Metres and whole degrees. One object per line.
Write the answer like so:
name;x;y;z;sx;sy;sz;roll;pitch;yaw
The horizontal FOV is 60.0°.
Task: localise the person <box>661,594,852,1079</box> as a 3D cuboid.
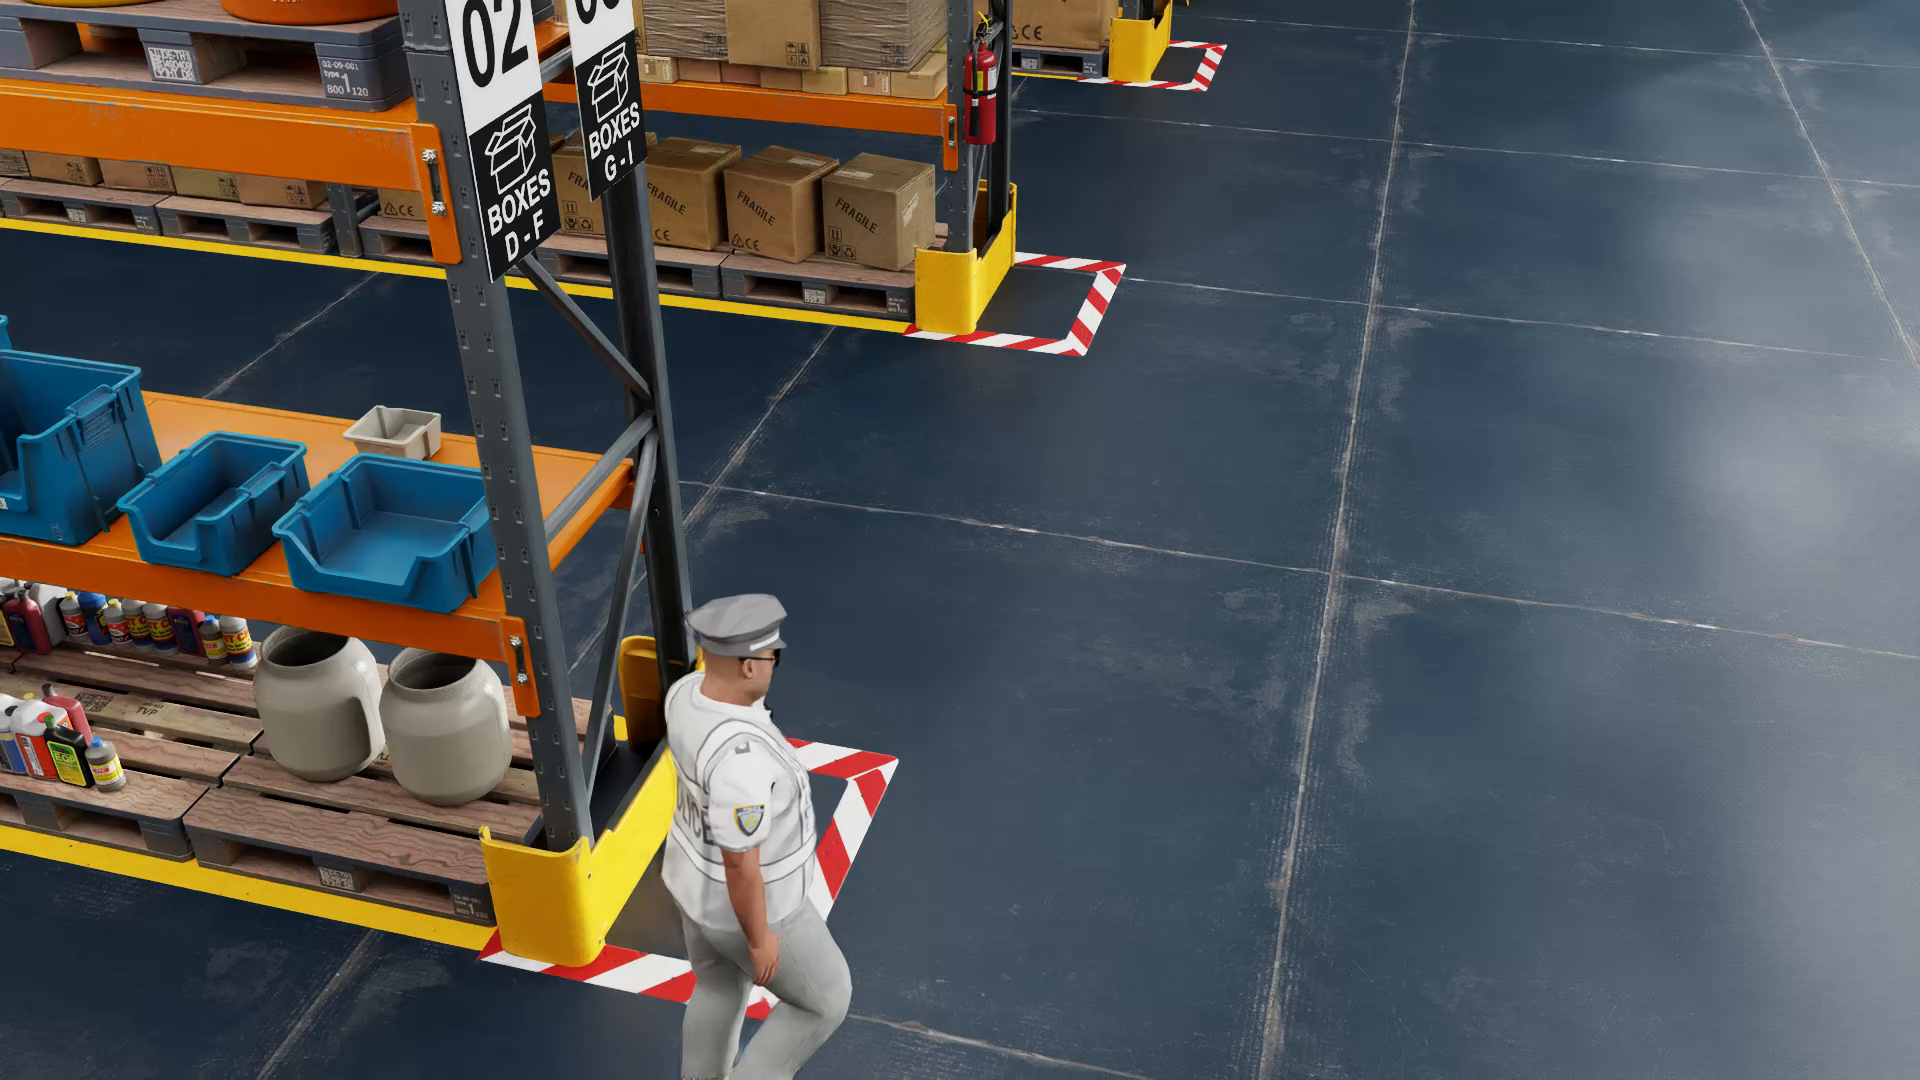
person;-0.616;0.971;4.601;0.492;1.724;0.641;-19;37;-27
